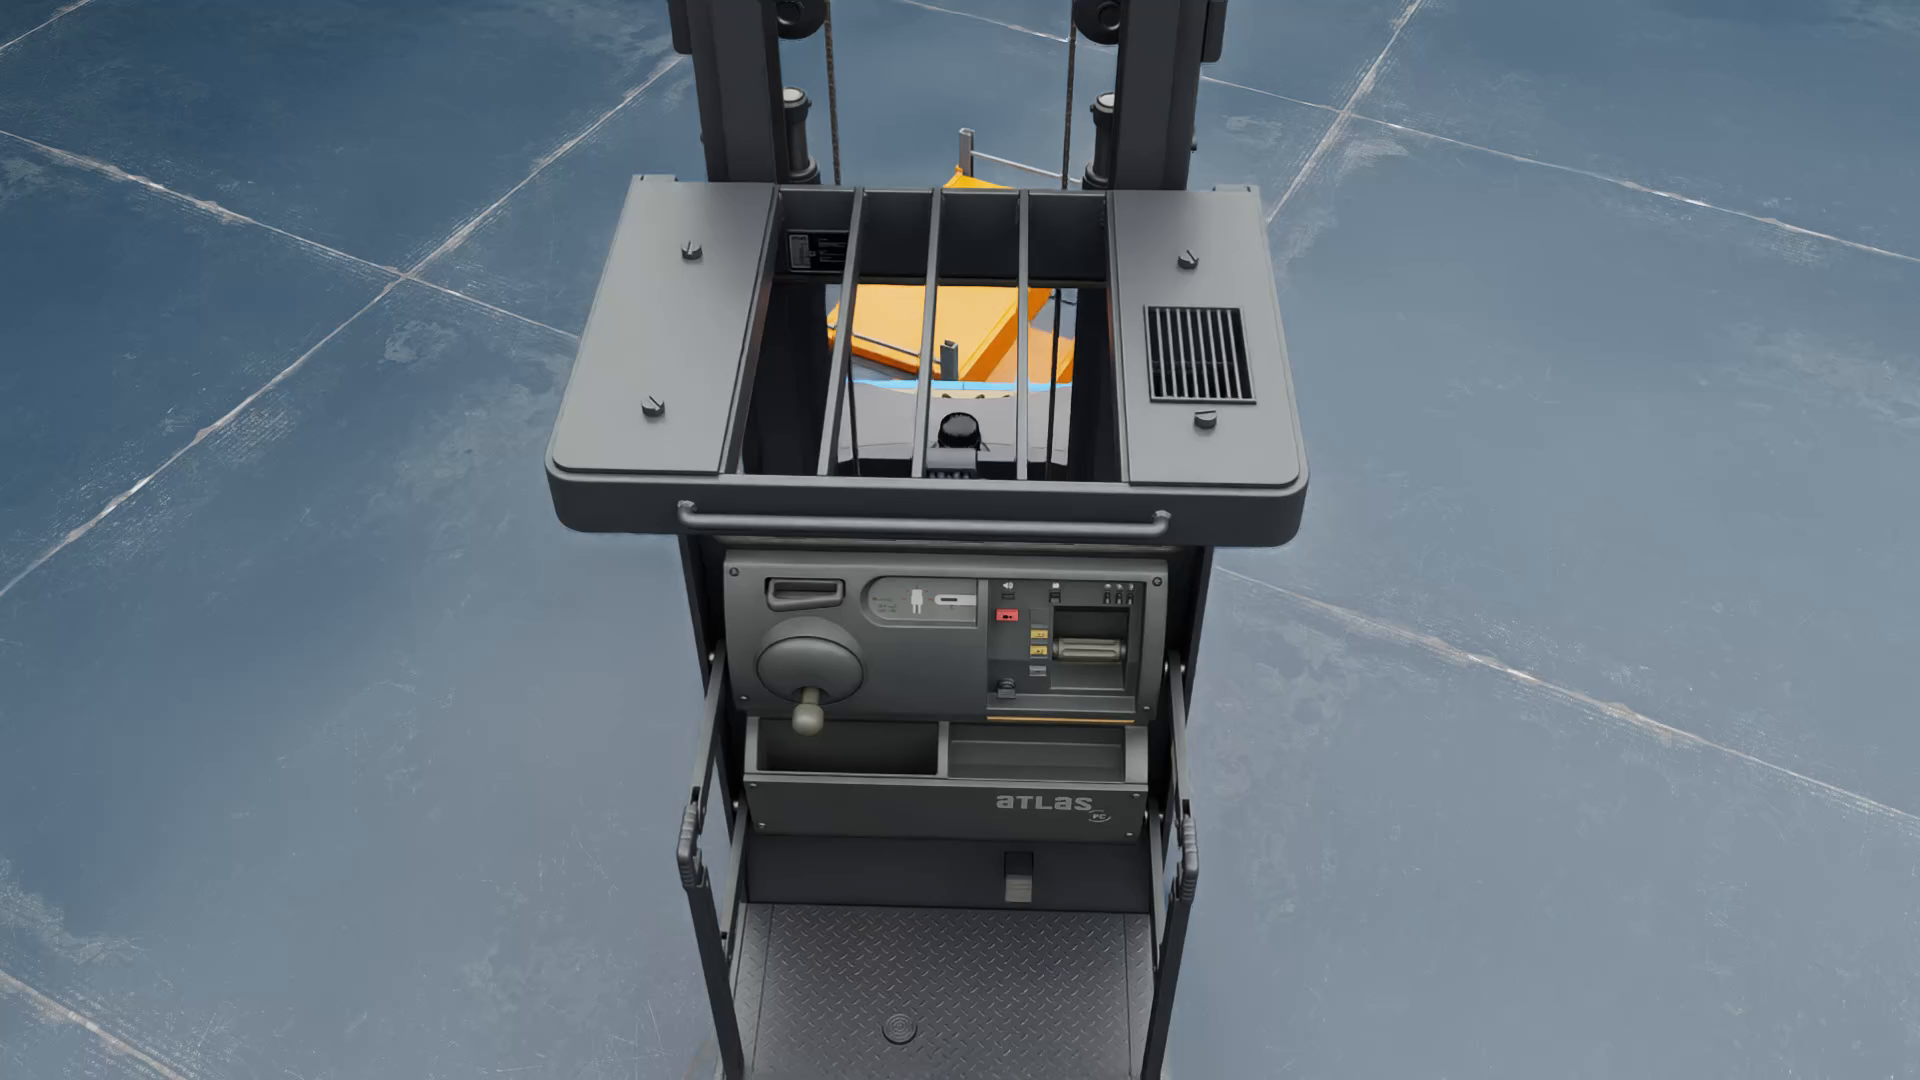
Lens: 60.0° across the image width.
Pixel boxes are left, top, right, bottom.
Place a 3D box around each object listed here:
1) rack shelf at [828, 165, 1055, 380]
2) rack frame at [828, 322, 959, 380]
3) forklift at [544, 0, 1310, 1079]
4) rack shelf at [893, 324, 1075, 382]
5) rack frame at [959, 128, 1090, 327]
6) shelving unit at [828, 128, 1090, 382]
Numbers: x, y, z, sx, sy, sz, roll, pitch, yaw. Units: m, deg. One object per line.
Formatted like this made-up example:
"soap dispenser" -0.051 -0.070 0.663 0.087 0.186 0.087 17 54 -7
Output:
"rack shelf" -0.004 -0.768 5.307 0.538 0.278 1.000 20 49 19
"rack frame" -0.234 -0.240 5.196 0.500 1.125 0.032 20 49 19
"forklift" -0.037 0.319 3.374 1.130 2.935 3.031 1 45 1
"rack shelf" -0.004 -0.390 5.689 0.538 0.278 1.000 20 49 19
"rack frame" 0.225 -0.885 5.834 0.500 1.125 0.032 20 49 19
"shelving unit" -0.004 -0.562 5.515 0.538 1.125 1.048 20 49 19
